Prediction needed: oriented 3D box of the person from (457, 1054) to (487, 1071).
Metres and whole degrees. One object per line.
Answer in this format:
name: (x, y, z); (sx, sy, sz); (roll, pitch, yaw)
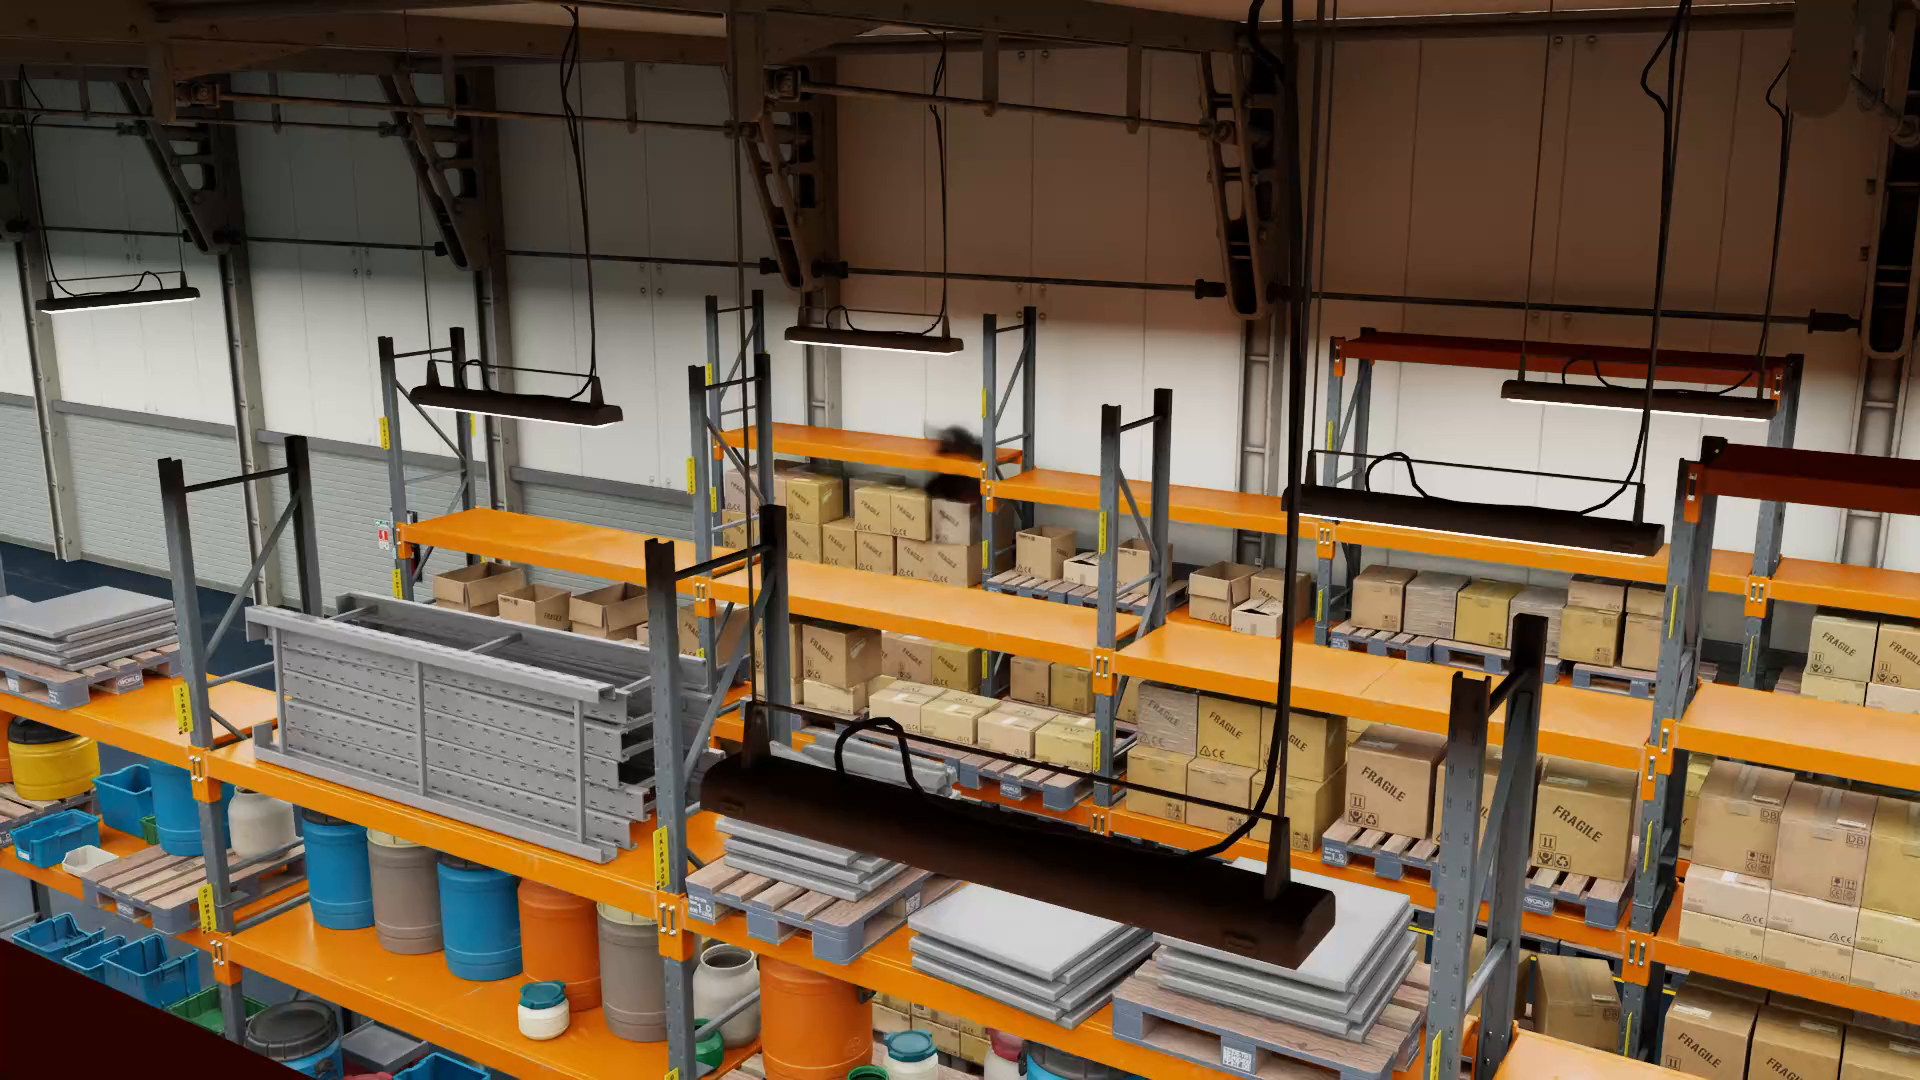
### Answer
person: (-3.841, 4.070, 13.333); (0.875, 1.642, 0.577); (9, 17, 34)
